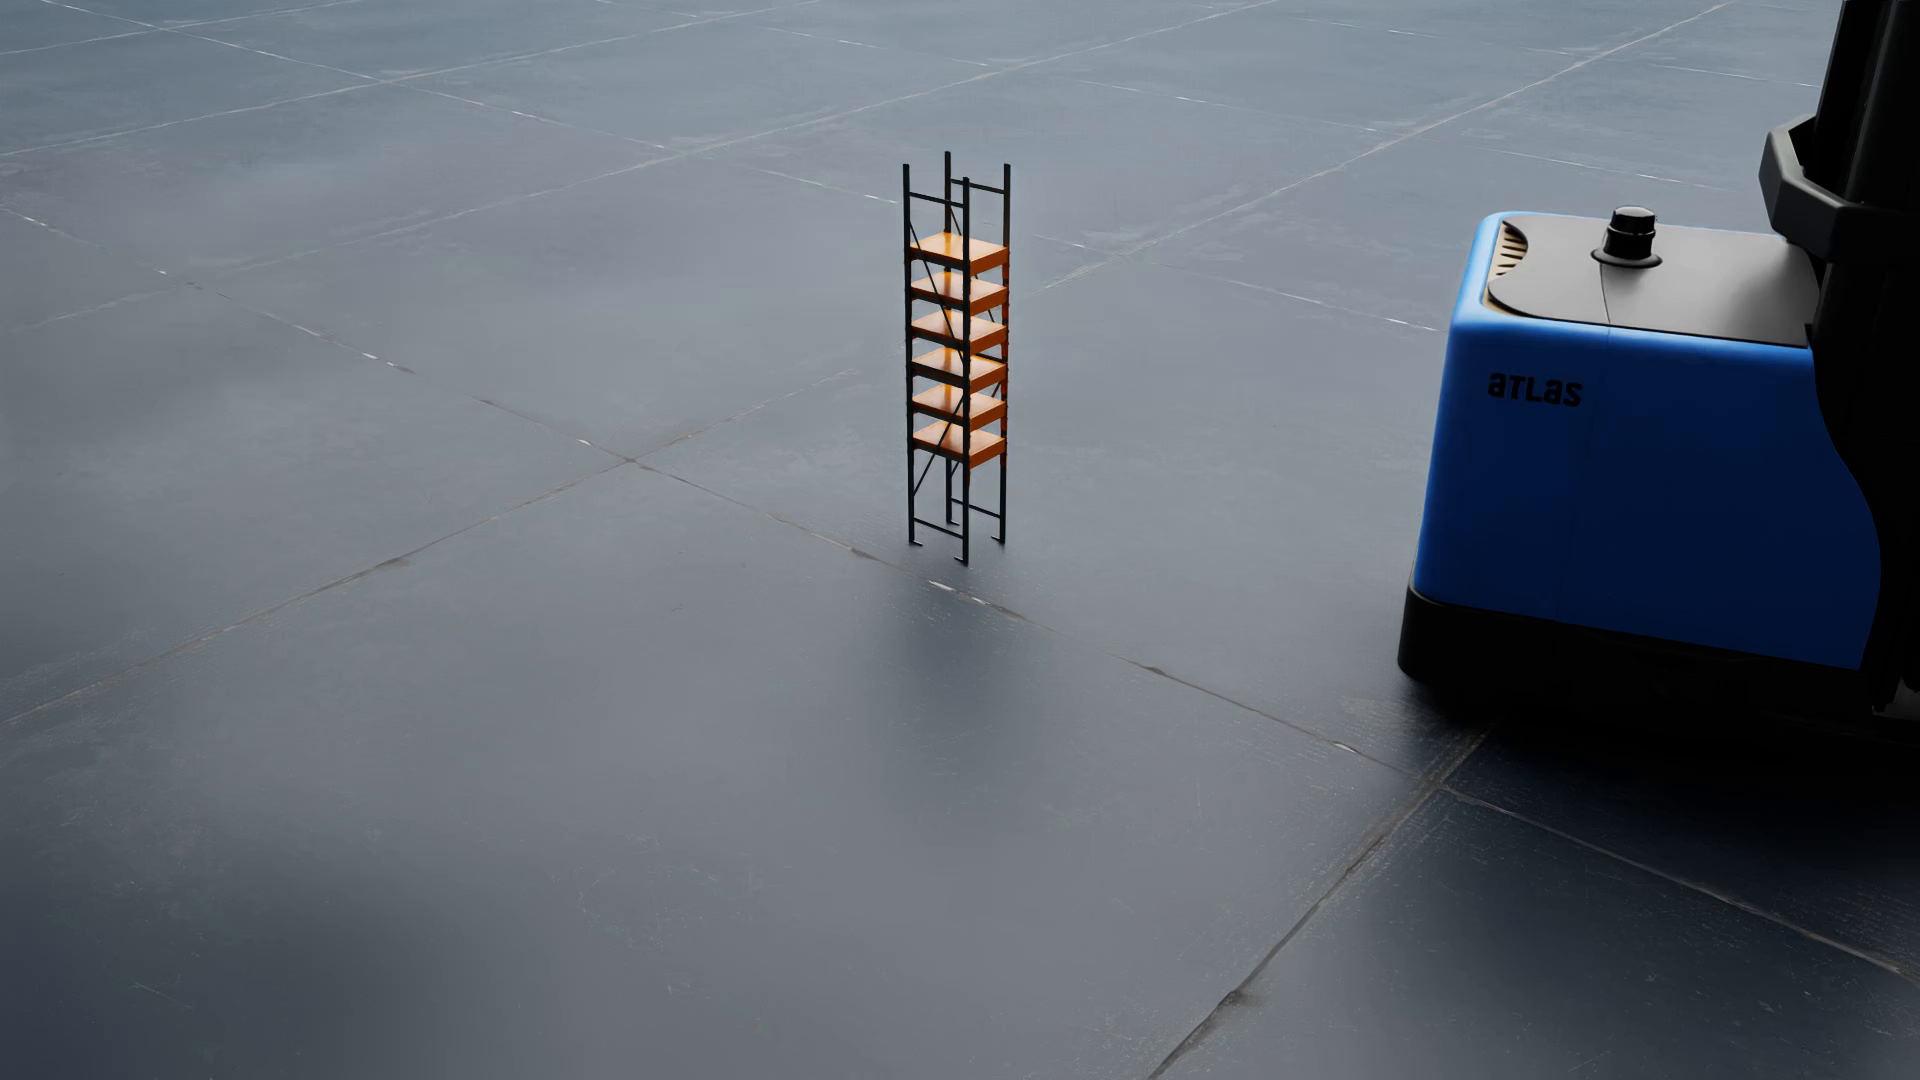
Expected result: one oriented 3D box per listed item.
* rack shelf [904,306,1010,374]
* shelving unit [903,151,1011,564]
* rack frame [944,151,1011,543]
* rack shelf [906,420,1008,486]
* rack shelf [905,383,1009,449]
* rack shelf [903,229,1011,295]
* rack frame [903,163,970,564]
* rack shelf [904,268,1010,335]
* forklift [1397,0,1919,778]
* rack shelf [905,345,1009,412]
[{"bbox_3d":[-0.009,-0.595,4.930,0.258,0.103,0.180,21,34,34],"label":"rack shelf"},{"bbox_3d":[-0.009,-0.528,4.964,0.258,1.200,0.189,21,34,34],"label":"shelving unit"},{"bbox_3d":[0.049,-0.560,5.027,0.240,1.200,0.006,21,34,34],"label":"rack frame"},{"bbox_3d":[-0.009,-0.275,5.095,0.258,0.103,0.180,21,34,34],"label":"rack shelf"},{"bbox_3d":[-0.009,-0.382,5.040,0.258,0.103,0.180,21,34,34],"label":"rack shelf"},{"bbox_3d":[-0.009,-0.808,4.819,0.258,0.103,0.180,21,34,34],"label":"rack shelf"},{"bbox_3d":[-0.067,-0.495,4.902,0.240,1.200,0.006,21,34,34],"label":"rack frame"},{"bbox_3d":[-0.009,-0.701,4.875,0.258,0.103,0.180,21,34,34],"label":"rack shelf"},{"bbox_3d":[2.744,-0.863,3.728,3.031,2.935,1.130,9,29,17],"label":"forklift"},{"bbox_3d":[-0.009,-0.488,4.985,0.258,0.103,0.180,21,34,34],"label":"rack shelf"}]
